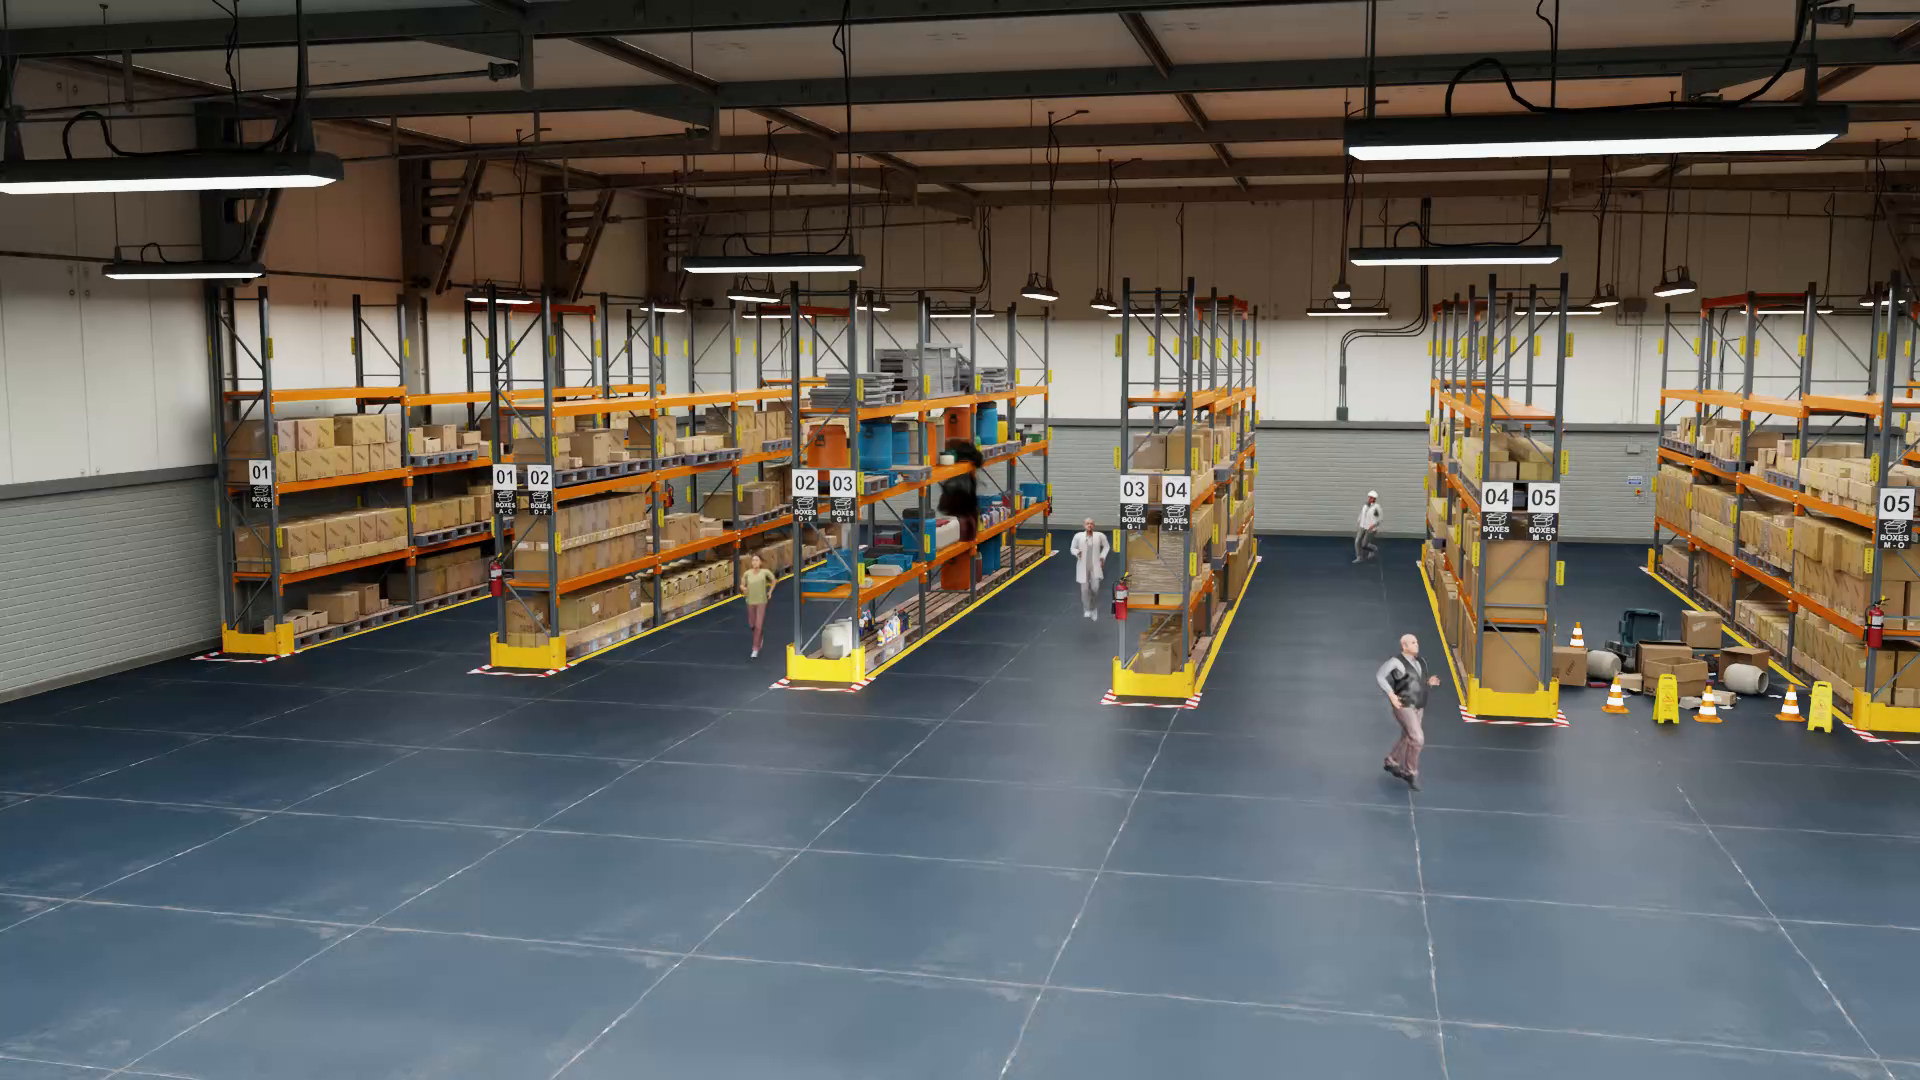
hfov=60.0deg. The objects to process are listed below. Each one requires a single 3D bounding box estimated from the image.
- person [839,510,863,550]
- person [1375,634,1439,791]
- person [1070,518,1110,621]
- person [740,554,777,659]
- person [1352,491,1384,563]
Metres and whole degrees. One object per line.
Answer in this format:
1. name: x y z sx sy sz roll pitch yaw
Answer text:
1. person: -2.354 -0.195 35.429 0.567 1.687 0.888 1 7 7
2. person: 5.153 1.968 19.097 0.639 1.778 0.724 -5 8 -38
3. person: 2.270 0.521 29.086 0.687 1.810 0.690 1 7 5
4. person: -3.317 1.049 27.225 0.578 1.657 0.935 1 7 5
5. person: 9.585 -0.294 38.826 0.584 1.712 0.700 -4 8 -34
